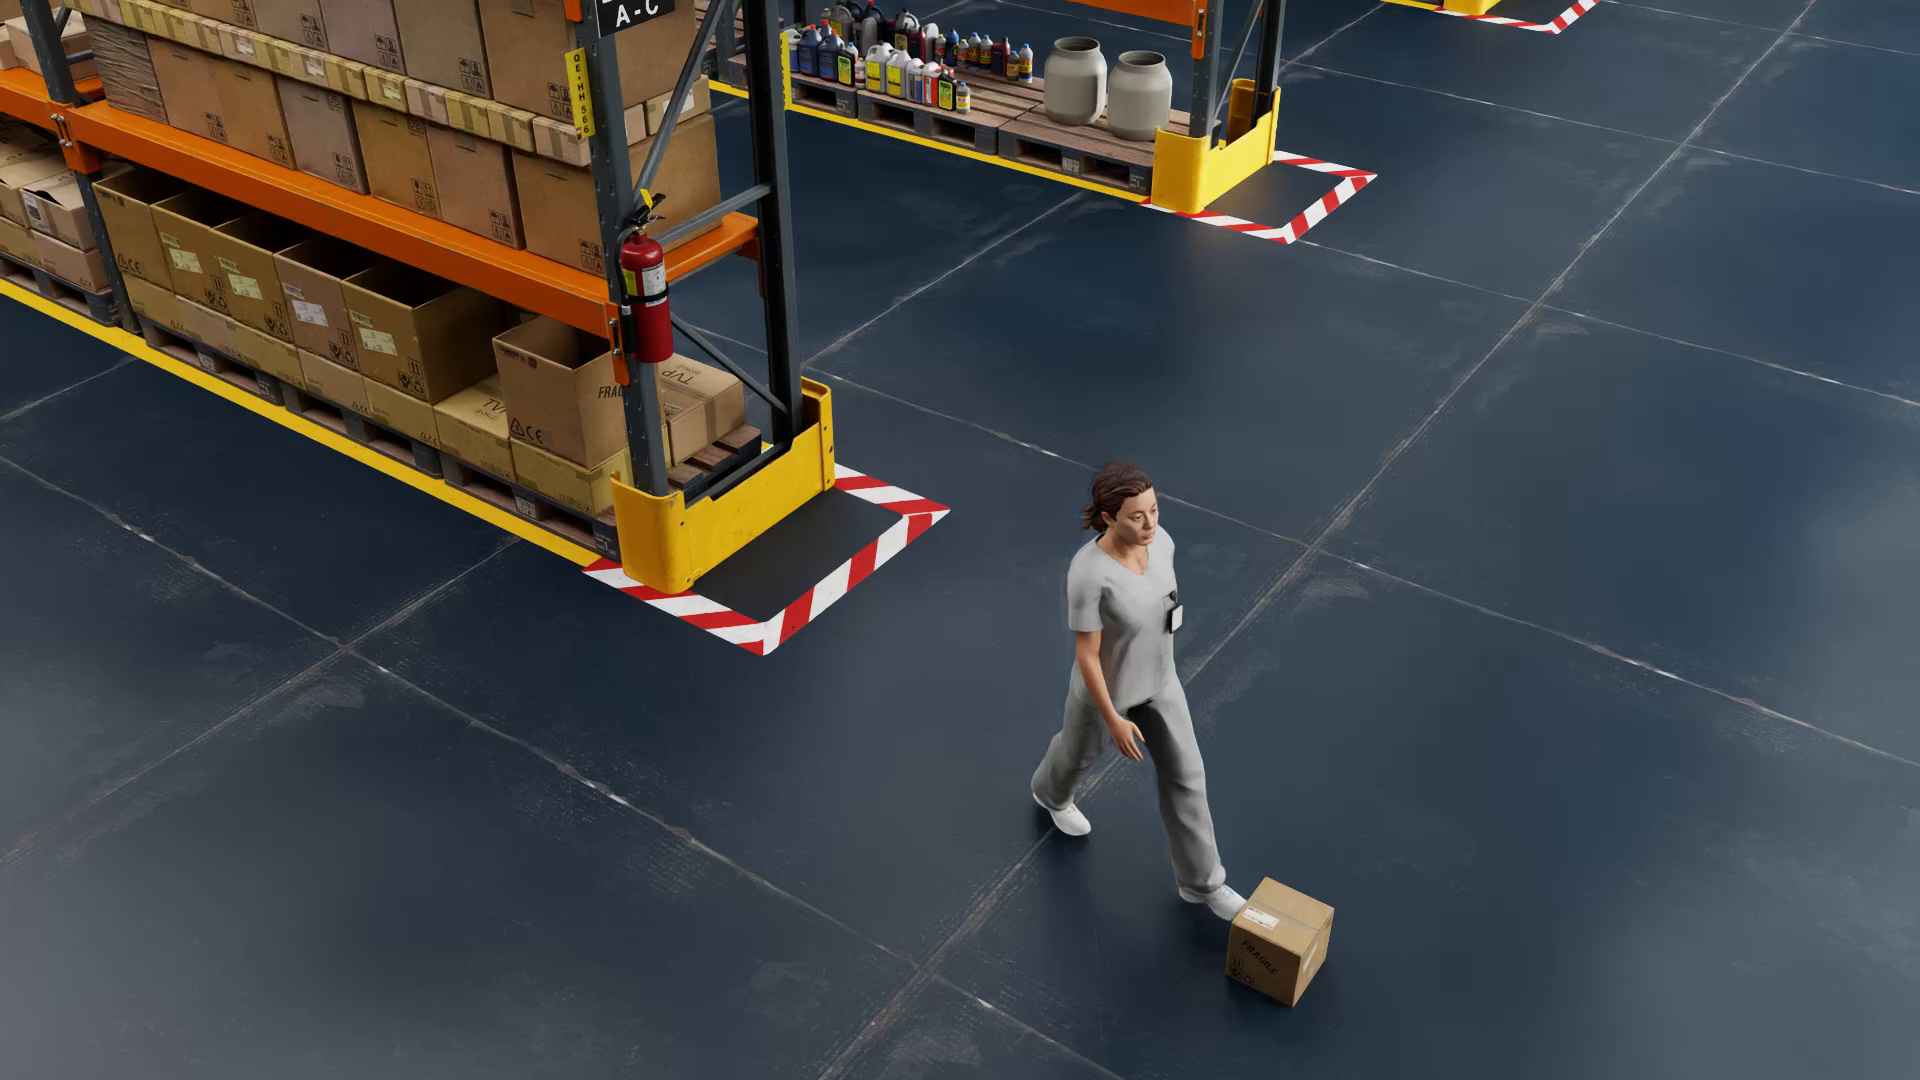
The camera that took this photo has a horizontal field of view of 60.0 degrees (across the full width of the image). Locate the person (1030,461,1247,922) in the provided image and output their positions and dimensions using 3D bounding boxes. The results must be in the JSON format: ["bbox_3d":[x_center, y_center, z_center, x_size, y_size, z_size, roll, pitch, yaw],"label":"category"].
[{"bbox_3d":[0.574,0.495,5.428,0.469,1.613,0.961,-19,39,-25],"label":"person"}]
